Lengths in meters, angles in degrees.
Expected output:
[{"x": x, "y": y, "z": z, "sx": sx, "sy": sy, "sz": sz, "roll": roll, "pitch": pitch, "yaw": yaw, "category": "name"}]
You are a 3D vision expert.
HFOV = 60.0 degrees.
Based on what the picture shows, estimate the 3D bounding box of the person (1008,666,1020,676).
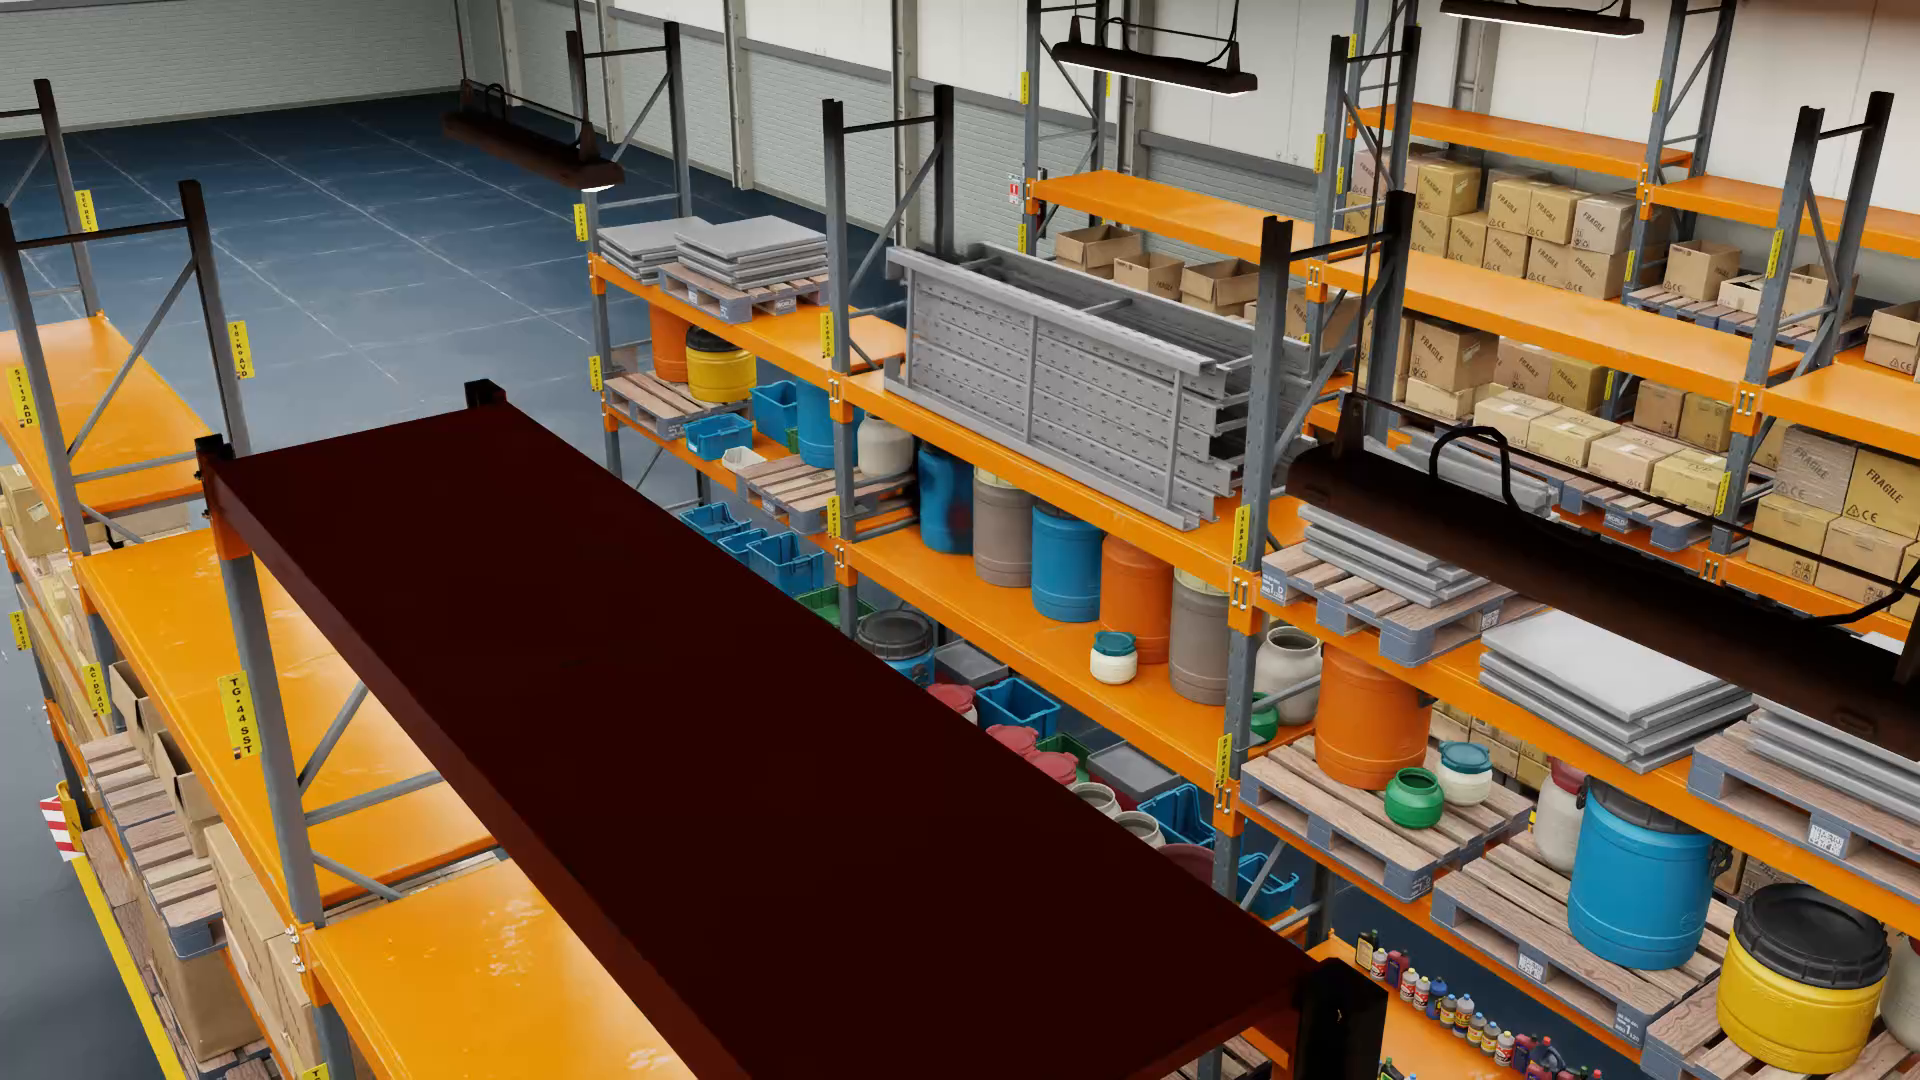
[{"x": 0.524, "y": 1.167, "z": 14.455, "sx": 0.516, "sy": 1.700, "sz": 0.859, "roll": -13, "pitch": 28, "yaw": -26, "category": "person"}]
